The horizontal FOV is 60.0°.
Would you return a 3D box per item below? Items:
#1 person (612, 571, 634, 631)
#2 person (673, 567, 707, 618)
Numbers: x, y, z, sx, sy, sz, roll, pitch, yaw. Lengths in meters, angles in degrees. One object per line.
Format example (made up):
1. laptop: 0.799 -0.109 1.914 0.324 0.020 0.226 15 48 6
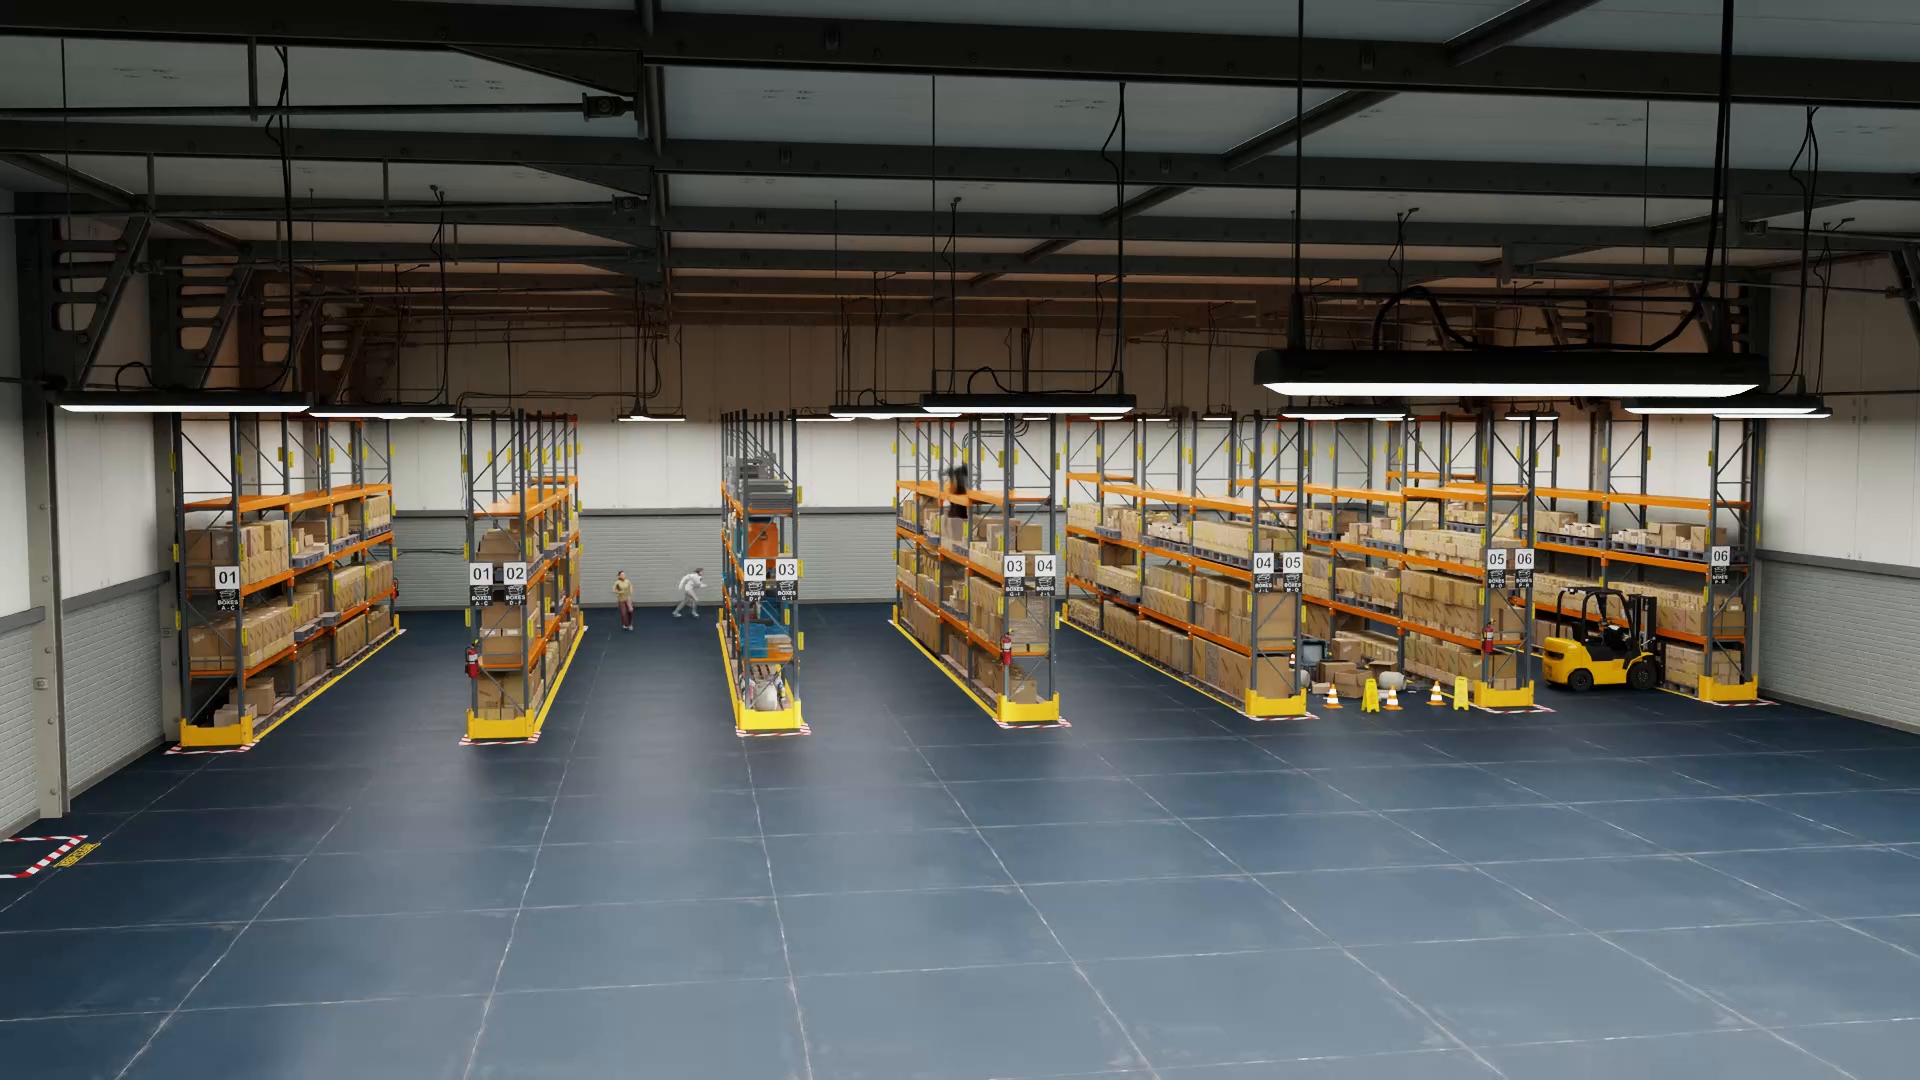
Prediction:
1. person: -9.352 1.694 46.133 0.602 1.697 0.629 -2 5 -29
2. person: -7.972 1.539 49.173 1.044 1.488 0.626 1 4 17
